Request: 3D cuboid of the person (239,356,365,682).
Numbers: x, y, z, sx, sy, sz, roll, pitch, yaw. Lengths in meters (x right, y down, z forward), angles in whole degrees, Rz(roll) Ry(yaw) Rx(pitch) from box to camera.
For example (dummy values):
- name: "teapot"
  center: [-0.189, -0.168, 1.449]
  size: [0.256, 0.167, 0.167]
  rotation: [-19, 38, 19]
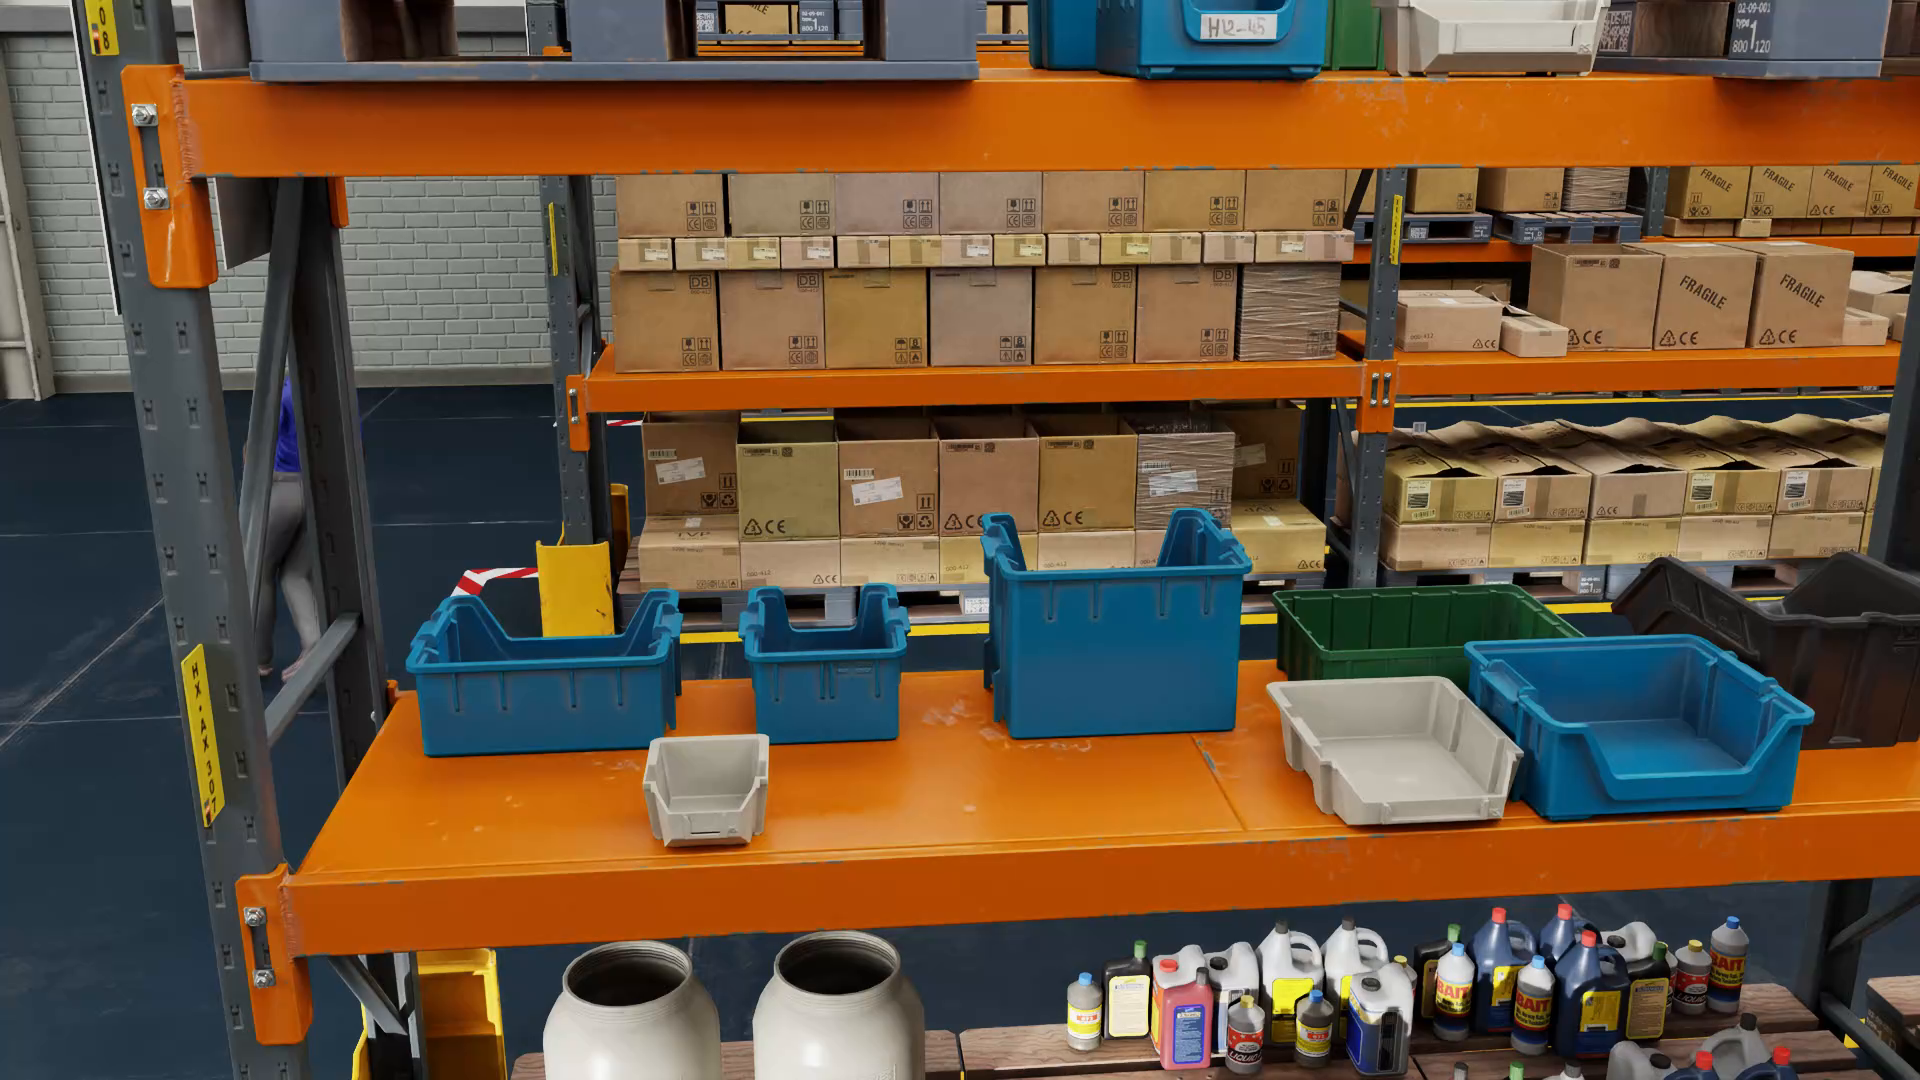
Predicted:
- name: "person"
  center: [-3.014, -0.143, 7.606]
  size: [0.681, 1.628, 0.624]
  rotation: [15, 22, 41]
